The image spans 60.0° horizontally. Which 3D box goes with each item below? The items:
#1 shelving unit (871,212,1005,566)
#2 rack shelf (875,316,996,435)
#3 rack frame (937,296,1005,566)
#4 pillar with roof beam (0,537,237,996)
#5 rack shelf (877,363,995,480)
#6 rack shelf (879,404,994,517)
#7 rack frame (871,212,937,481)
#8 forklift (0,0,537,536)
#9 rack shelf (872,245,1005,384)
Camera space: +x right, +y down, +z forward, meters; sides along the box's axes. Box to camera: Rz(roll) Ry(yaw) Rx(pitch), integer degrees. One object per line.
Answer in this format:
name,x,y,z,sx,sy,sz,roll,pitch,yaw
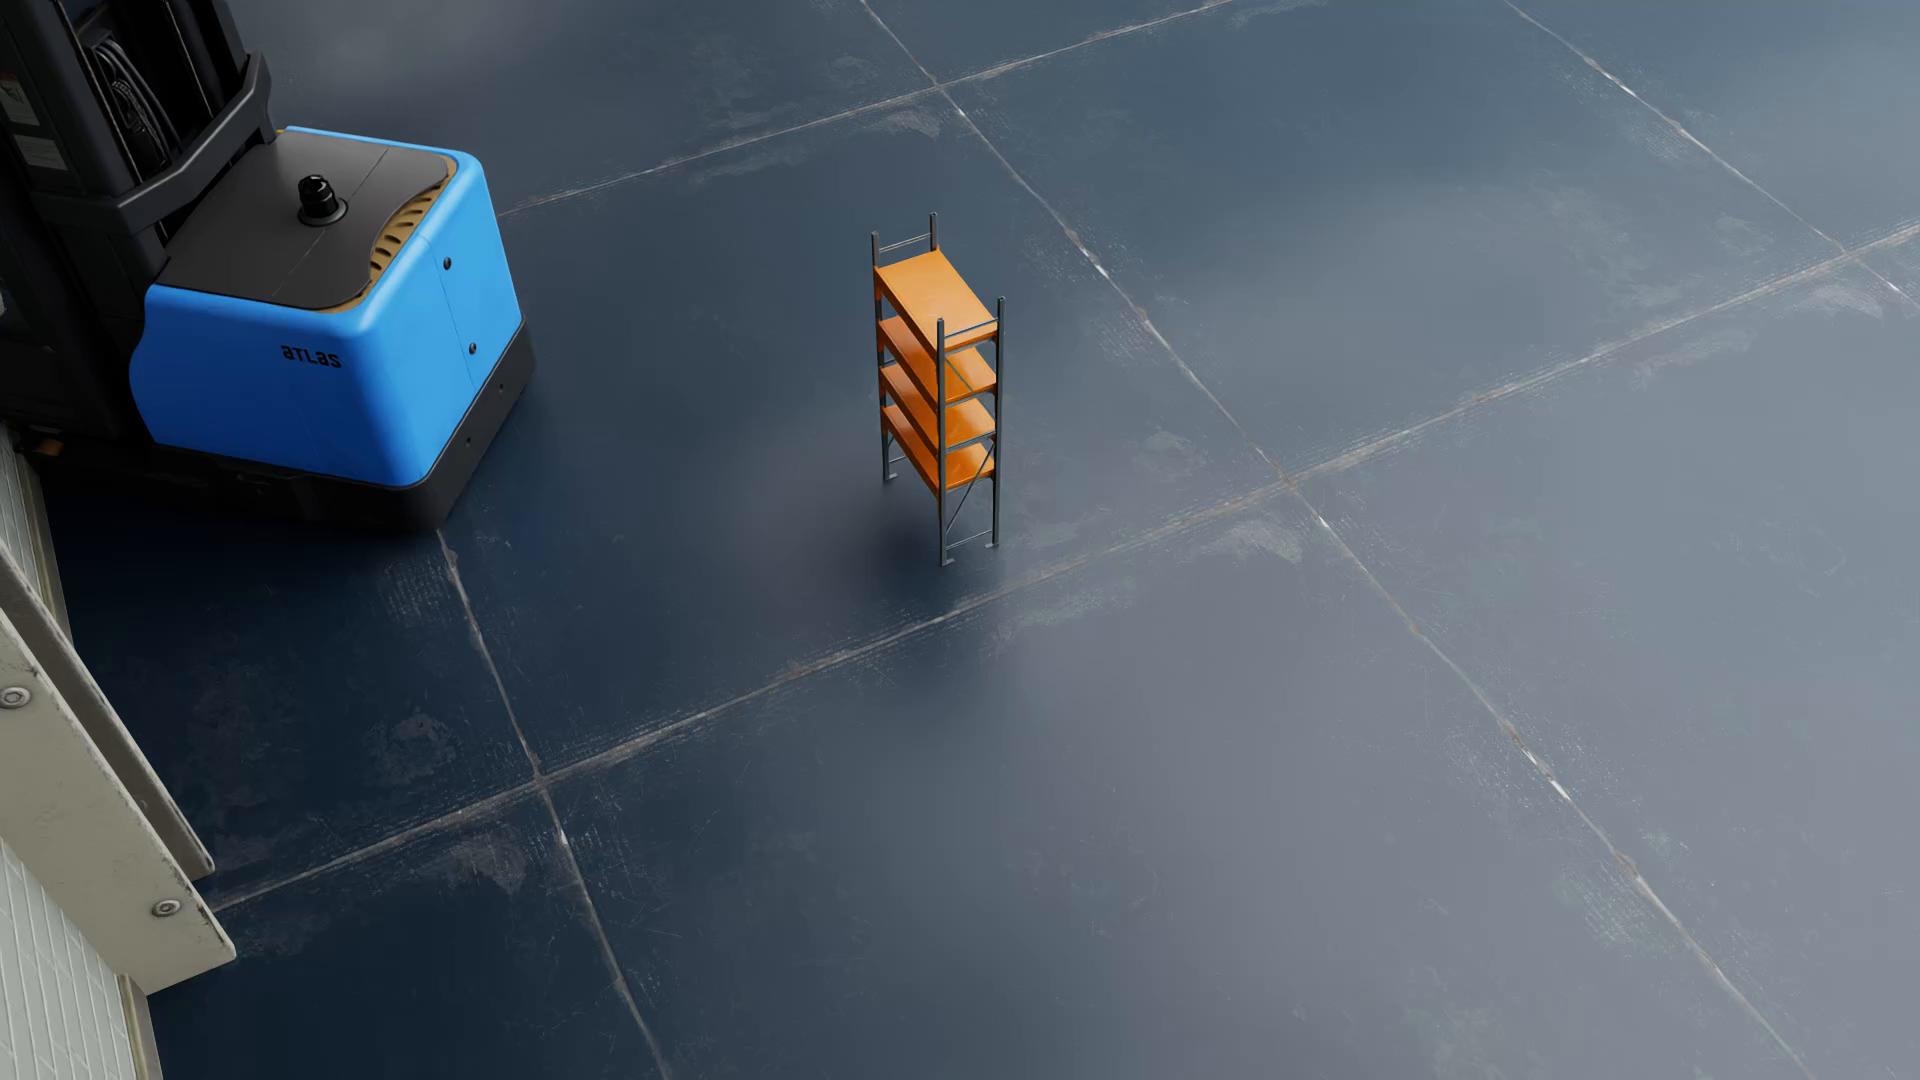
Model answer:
shelving unit,-0.076,-0.506,5.895,0.258,1.200,0.503,-21,52,-18
rack shelf,-0.076,-0.609,5.778,0.258,0.148,0.480,-21,52,-18
rack frame,0.036,-0.342,5.752,0.240,1.200,0.015,-21,52,-18
pillar with roof beam,1.372,-3.237,3.103,9.100,9.000,0.400,-21,52,-18
rack shelf,-0.076,-0.462,5.946,0.258,0.148,0.480,-21,52,-18
rack shelf,-0.076,-0.331,6.095,0.258,0.148,0.480,-21,52,-18
rack frame,-0.187,-0.669,6.038,0.240,1.200,0.015,-21,52,-18
forklift,-3.299,-1.574,5.679,3.031,2.935,1.130,10,50,9
rack shelf,-0.076,-0.765,5.599,0.258,0.148,0.480,-21,52,-18
